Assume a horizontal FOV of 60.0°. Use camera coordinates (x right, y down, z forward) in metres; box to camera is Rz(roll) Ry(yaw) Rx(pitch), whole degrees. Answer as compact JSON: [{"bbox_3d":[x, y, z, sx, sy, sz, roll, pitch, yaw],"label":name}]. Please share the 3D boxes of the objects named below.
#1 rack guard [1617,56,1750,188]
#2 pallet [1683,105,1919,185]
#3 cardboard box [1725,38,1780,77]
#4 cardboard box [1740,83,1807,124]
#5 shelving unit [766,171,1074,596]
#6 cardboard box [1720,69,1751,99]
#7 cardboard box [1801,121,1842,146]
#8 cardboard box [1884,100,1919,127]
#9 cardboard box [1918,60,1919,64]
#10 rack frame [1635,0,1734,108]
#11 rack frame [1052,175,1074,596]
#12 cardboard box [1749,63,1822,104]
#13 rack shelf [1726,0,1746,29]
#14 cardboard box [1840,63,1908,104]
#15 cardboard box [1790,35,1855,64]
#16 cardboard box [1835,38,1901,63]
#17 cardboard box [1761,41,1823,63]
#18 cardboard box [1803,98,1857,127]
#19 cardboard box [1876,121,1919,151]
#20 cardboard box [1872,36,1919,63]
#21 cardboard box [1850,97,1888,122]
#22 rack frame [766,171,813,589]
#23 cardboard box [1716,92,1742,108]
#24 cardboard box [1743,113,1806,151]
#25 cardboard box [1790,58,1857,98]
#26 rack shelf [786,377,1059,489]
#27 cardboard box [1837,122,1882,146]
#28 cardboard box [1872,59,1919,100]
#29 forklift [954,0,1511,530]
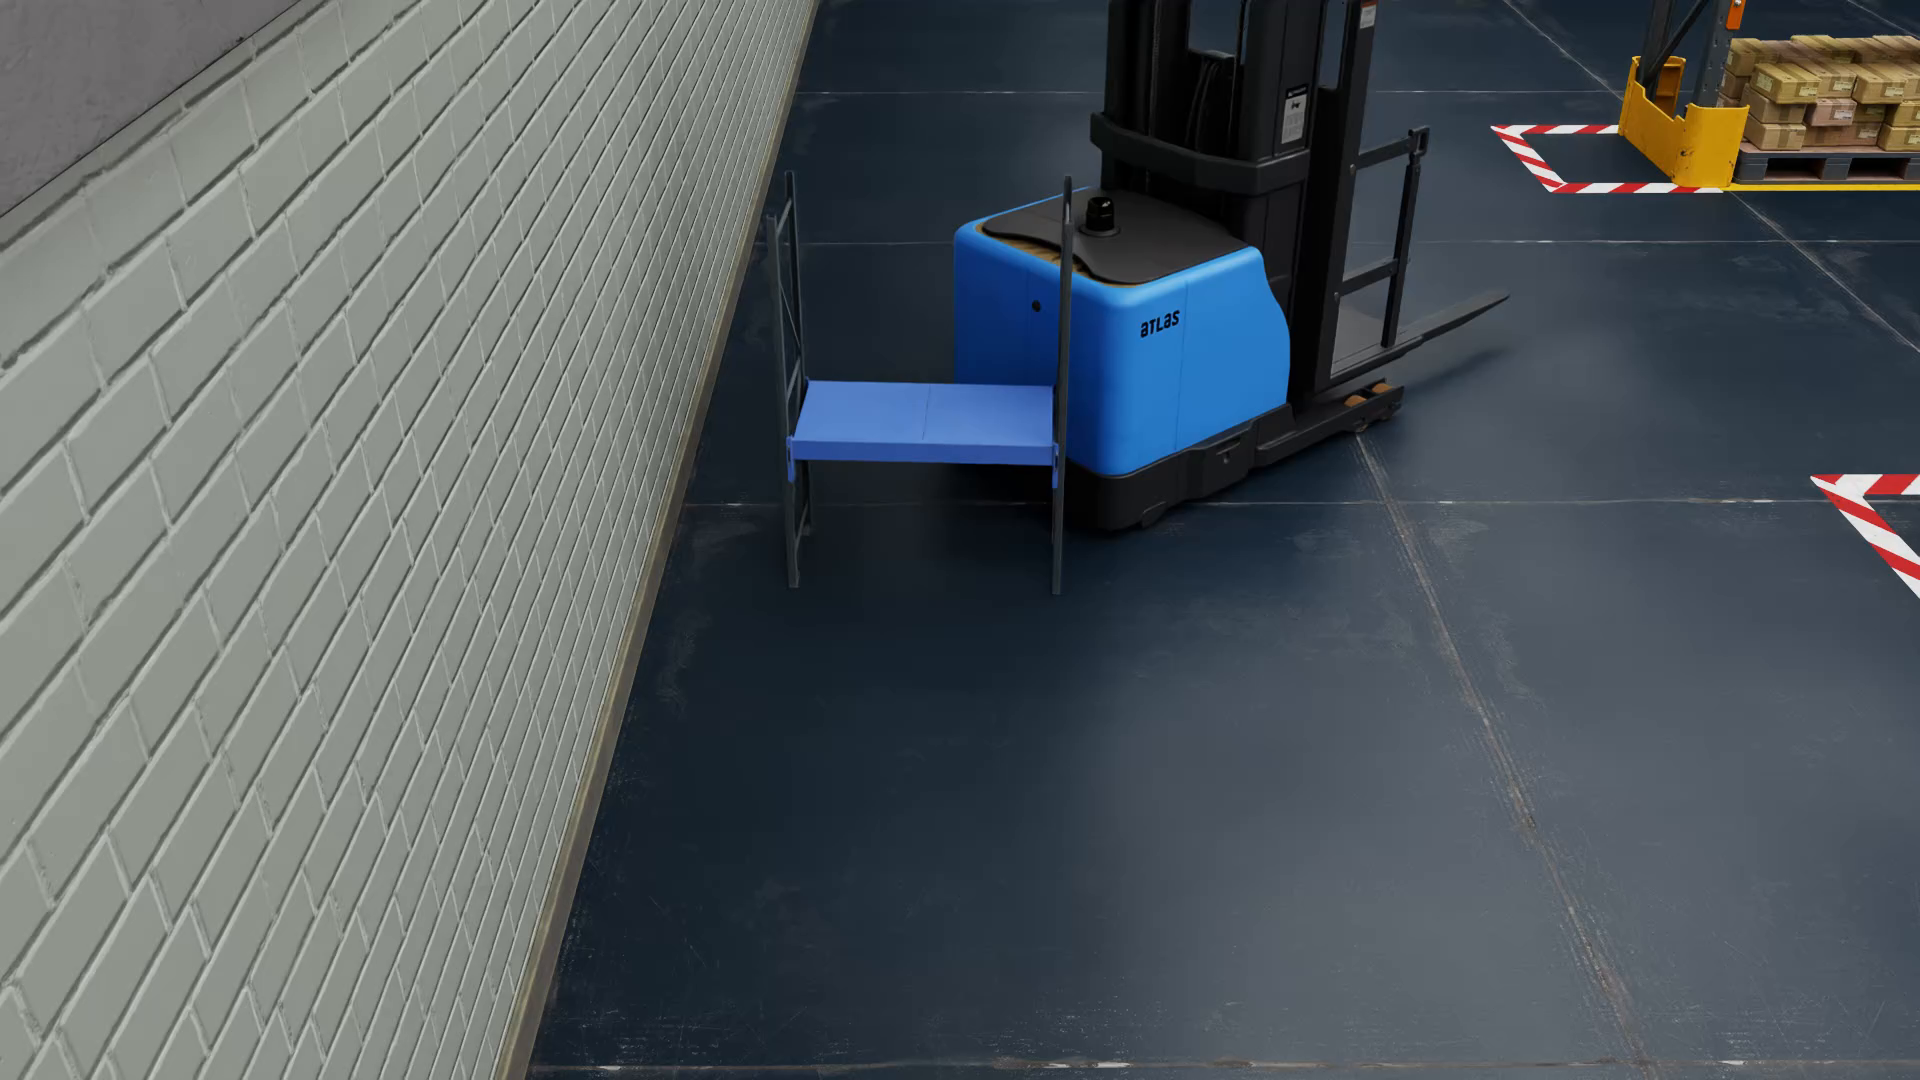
[{"bbox_3d":[4.650,-2.715,10.742,0.348,0.500,1.175,0,31,0],"label":"rack guard"},{"bbox_3d":[5.463,-2.575,10.791,1.213,0.211,1.003,0,31,0],"label":"pallet"},{"bbox_3d":[5.102,-3.131,10.789,0.250,0.149,0.380,0,31,0],"label":"cardboard box"},{"bbox_3d":[5.100,-2.740,10.430,0.250,0.149,0.380,1,31,2],"label":"cardboard box"},{"bbox_3d":[-0.127,-0.568,6.241,1.048,1.500,0.538,1,31,2],"label":"shelving unit"},{"bbox_3d":[5.100,-3.021,10.894,0.250,0.149,0.380,-1,31,-2],"label":"cardboard box"},{"bbox_3d":[5.361,-2.623,10.525,0.250,0.149,0.380,0,31,0],"label":"cardboard box"},{"bbox_3d":[5.875,-2.702,10.369,0.250,0.149,0.380,1,31,1],"label":"cardboard box"},{"bbox_3d":[6.153,-2.861,10.344,0.250,0.149,0.380,1,31,2],"label":"cardboard box"},{"bbox_3d":[4.574,-3.783,10.094,0.127,3.000,1.000,0,31,0],"label":"rack frame"},{"bbox_3d":[0.381,-0.555,6.220,0.032,1.500,0.500,1,31,2],"label":"rack frame"},{"bbox_3d":[5.100,-2.824,10.282,0.250,0.149,0.380,-2,31,-3],"label":"cardboard box"},{"bbox_3d":[6.574,-3.482,10.291,4.000,0.370,1.077,0,31,0],"label":"rack shelf"},{"bbox_3d":[5.628,-2.821,10.278,0.250,0.149,0.380,0,31,0],"label":"cardboard box"},{"bbox_3d":[5.612,-3.169,10.852,0.250,0.149,0.380,-1,31,-1],"label":"cardboard box"},{"bbox_3d":[5.871,-3.137,10.799,0.250,0.149,0.380,-1,31,-2],"label":"cardboard box"},{"bbox_3d":[5.354,-3.102,10.742,0.250,0.149,0.380,0,31,1],"label":"cardboard box"},{"bbox_3d":[5.374,-2.711,10.384,0.250,0.149,0.380,0,31,-1],"label":"cardboard box"},{"bbox_3d":[5.866,-2.571,10.439,0.250,0.149,0.380,0,31,0],"label":"cardboard box"},{"bbox_3d":[6.140,-3.167,10.848,0.250,0.149,0.380,1,31,2],"label":"cardboard box"},{"bbox_3d":[5.618,-2.758,10.460,0.250,0.149,0.380,0,31,0],"label":"cardboard box"},{"bbox_3d":[-0.634,-0.581,6.262,0.032,1.500,0.500,1,31,2],"label":"rack frame"},{"bbox_3d":[5.100,-2.854,10.905,0.250,0.149,0.380,0,31,1],"label":"cardboard box"},{"bbox_3d":[5.100,-2.580,10.453,0.250,0.149,0.380,0,31,1],"label":"cardboard box"},{"bbox_3d":[5.375,-2.887,10.386,0.250,0.149,0.380,0,31,1],"label":"cardboard box"},{"bbox_3d":[-0.127,-0.415,6.334,1.000,0.185,0.538,1,31,2],"label":"rack shelf"},{"bbox_3d":[5.610,-2.627,10.532,0.250,0.149,0.380,0,31,0],"label":"cardboard box"},{"bbox_3d":[5.876,-2.865,10.350,0.250,0.149,0.380,-2,31,-3],"label":"cardboard box"},{"bbox_3d":[1.407,-1.927,7.100,3.031,2.935,1.130,-24,39,-34],"label":"forklift"}]
